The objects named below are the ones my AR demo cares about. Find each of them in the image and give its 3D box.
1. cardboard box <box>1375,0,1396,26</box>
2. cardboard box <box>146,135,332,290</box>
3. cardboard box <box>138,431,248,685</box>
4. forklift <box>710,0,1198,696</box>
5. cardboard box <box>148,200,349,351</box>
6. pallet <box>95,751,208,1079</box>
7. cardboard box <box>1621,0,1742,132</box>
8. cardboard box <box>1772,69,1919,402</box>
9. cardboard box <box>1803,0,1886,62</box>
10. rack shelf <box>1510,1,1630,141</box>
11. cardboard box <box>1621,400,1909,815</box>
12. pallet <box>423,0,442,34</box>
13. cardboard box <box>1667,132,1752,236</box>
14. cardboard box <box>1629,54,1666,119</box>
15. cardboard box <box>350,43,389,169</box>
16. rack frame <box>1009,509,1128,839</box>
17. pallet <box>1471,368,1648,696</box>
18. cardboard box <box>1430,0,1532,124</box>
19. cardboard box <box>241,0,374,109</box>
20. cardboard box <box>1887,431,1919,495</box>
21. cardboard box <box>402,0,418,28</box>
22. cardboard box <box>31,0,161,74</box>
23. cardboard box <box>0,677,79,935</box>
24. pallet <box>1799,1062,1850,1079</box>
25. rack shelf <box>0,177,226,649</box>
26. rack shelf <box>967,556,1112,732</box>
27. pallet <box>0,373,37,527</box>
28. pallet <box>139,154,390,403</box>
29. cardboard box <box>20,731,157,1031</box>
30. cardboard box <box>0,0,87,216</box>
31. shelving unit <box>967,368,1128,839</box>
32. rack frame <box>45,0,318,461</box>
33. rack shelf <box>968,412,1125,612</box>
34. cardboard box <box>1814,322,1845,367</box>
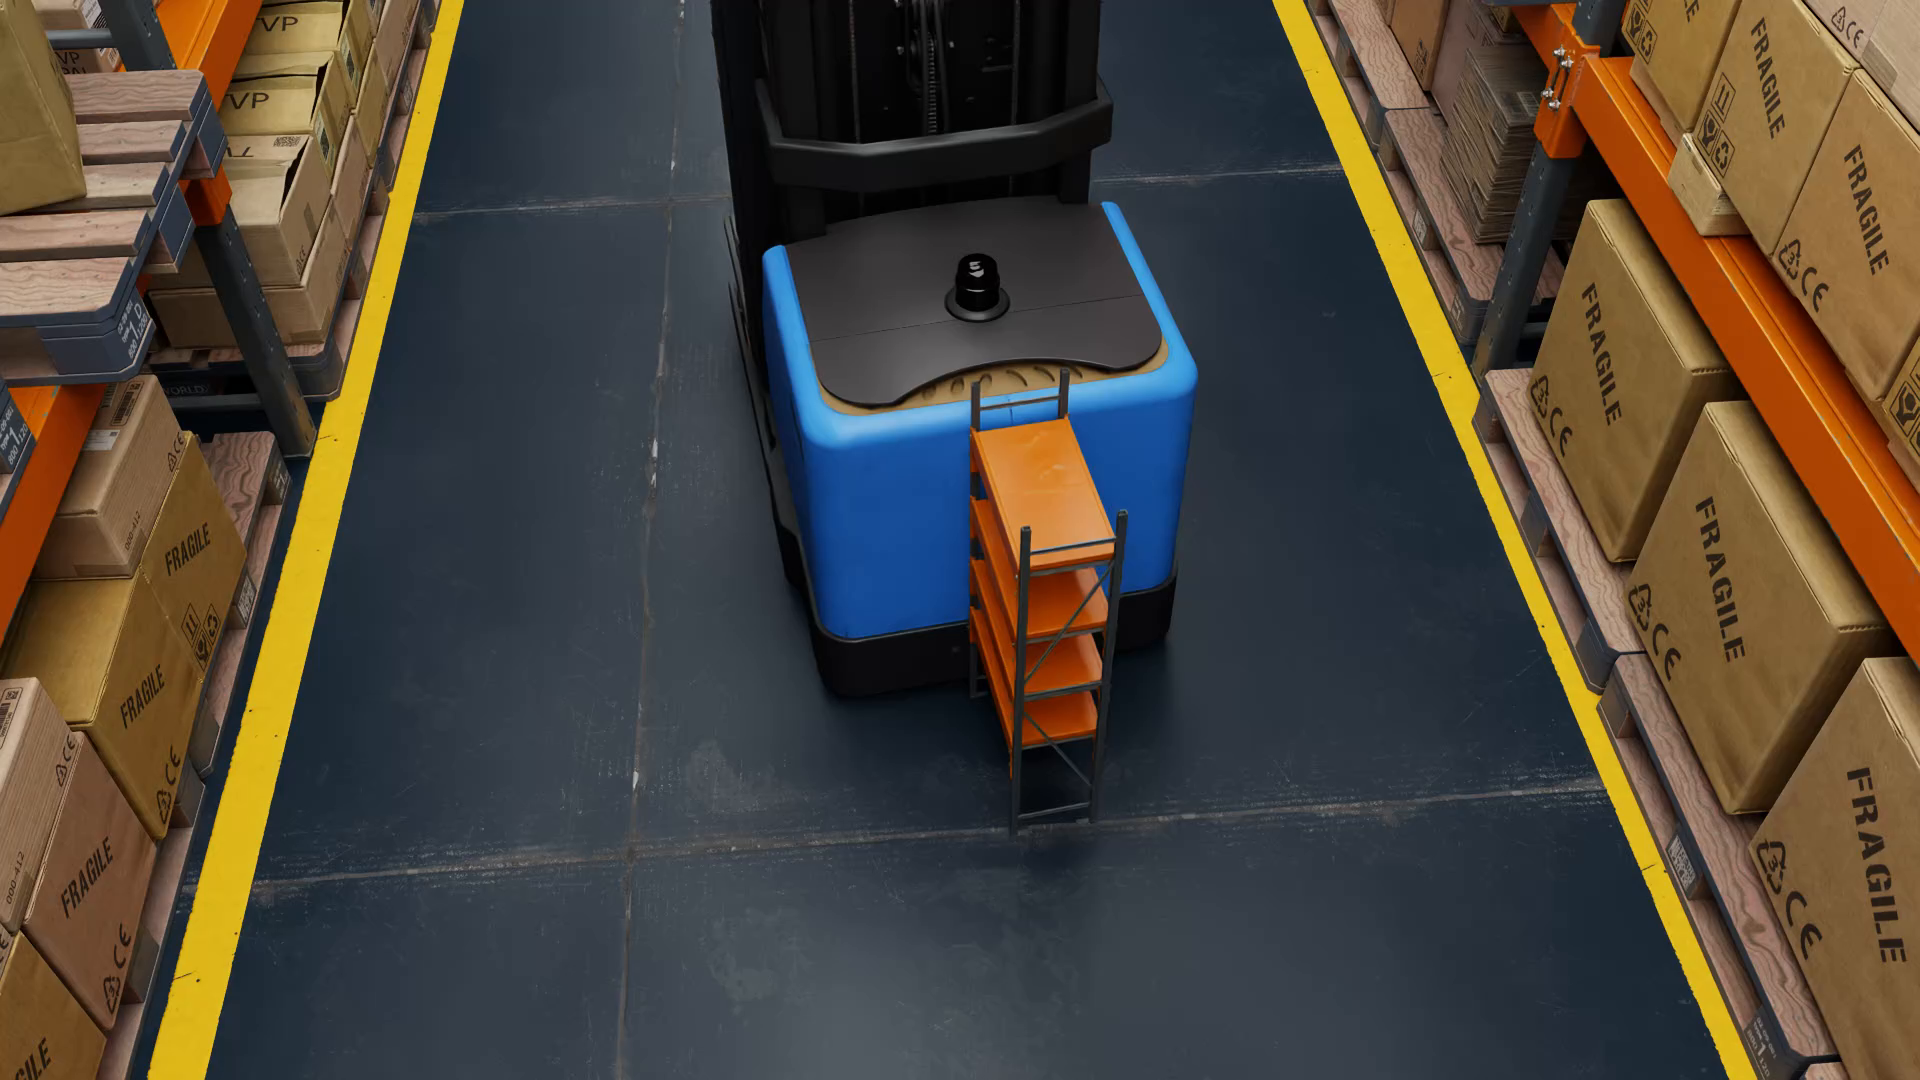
[{"bbox_3d":[2.125,-2.529,6.998,0.700,0.500,0.500,-3,47,-3],"label":"cardboard box"},{"bbox_3d":[-2.401,-1.102,5.446,0.500,0.311,0.500,-2,47,-2],"label":"cardboard box"},{"bbox_3d":[-2.338,0.057,4.548,0.500,0.500,0.500,-2,47,-2],"label":"cardboard box"},{"bbox_3d":[-0.199,-1.654,4.798,1.130,2.935,3.031,-9,47,-9],"label":"forklift"},{"bbox_3d":[-2.401,-0.909,5.649,0.500,0.250,0.500,-4,47,-3],"label":"cardboard box"},{"bbox_3d":[-2.526,1.069,4.093,1.003,0.211,1.213,-3,47,-3],"label":"pallet"},{"bbox_3d":[2.071,-1.394,4.216,0.500,0.500,0.500,-2,47,-2],"label":"cardboard box"},{"bbox_3d":[2.146,-0.655,3.517,0.500,0.500,0.500,-4,47,-3],"label":"cardboard box"},{"bbox_3d":[2.113,-1.286,3.598,0.500,0.250,0.500,-4,47,-4],"label":"cardboard box"},{"bbox_3d":[2.118,-2.817,6.347,1.077,0.370,4.000,-3,47,-3],"label":"rack shelf"},{"bbox_3d":[2.284,0.152,4.232,0.750,0.750,0.750,-4,47,-3],"label":"cardboard box"},{"bbox_3d":[-2.885,-2.718,7.679,1.003,0.211,1.213,-3,47,-3],"label":"pallet"},{"bbox_3d":[2.033,-0.905,4.200,0.380,0.149,0.250,-2,47,-2],"label":"cardboard box"},{"bbox_3d":[2.083,-1.285,4.561,0.380,0.149,0.250,-4,47,-4],"label":"cardboard box"},{"bbox_3d":[-2.494,-1.648,6.350,0.500,0.250,0.500,-5,47,-4],"label":"cardboard box"},{"bbox_3d":[0.251,0.369,4.074,0.240,1.200,0.015,-9,47,-9],"label":"rack frame"},{"bbox_3d":[2.277,-0.083,5.183,1.003,0.211,1.213,-3,47,-3],"label":"pallet"},{"bbox_3d":[2.246,-1.806,6.313,0.700,0.500,0.500,-4,47,-3],"label":"cardboard box"},{"bbox_3d":[-2.494,-1.850,6.155,0.500,0.311,0.500,-5,47,-4],"label":"cardboard box"},{"bbox_3d":[2.222,-0.176,3.510,0.380,0.149,0.250,-3,47,-3],"label":"cardboard box"},{"bbox_3d":[-2.578,-2.388,7.050,0.500,0.250,0.500,-3,47,-2],"label":"cardboard box"},{"bbox_3d":[-2.637,-1.548,4.712,0.500,0.311,0.500,-1,47,-1],"label":"cardboard box"},{"bbox_3d":[-2.239,0.580,3.537,0.500,0.250,0.500,-4,47,-4],"label":"cardboard box"},{"bbox_3d":[2.481,1.682,3.511,1.003,0.211,1.213,-3,47,-3],"label":"pallet"},{"bbox_3d":[-2.483,0.381,3.319,1.077,0.370,4.000,-3,47,-3],"label":"rack shelf"},{"bbox_3d":[0.198,0.242,4.287,0.258,0.148,0.480,-9,47,-9],"label":"rack shelf"},{"bbox_3d":[-2.483,0.159,3.165,1.003,0.211,1.213,-3,47,-3],"label":"pallet"},{"bbox_3d":[-2.680,-0.952,6.007,1.003,0.211,1.213,-3,47,-3],"label":"pallet"},{"bbox_3d":[-2.245,0.811,3.834,0.500,0.500,0.500,-5,47,-5],"label":"cardboard box"},{"bbox_3d":[-2.485,-1.043,3.814,0.700,0.500,0.500,-18,49,-16],"label":"cardboard box"},{"bbox_3d":[0.198,0.196,4.238,0.258,1.200,0.503,-9,47,-9],"label":"shelving unit"},{"bbox_3d":[-2.650,-1.313,4.428,1.000,3.000,0.127,-3,47,-3],"label":"rack frame"},{"bbox_3d":[0.198,-0.074,3.953,0.258,0.148,0.480,-9,47,-9],"label":"rack shelf"},{"bbox_3d":[2.207,-0.543,3.858,0.380,0.149,0.250,-3,47,-2],"label":"cardboard box"}]
